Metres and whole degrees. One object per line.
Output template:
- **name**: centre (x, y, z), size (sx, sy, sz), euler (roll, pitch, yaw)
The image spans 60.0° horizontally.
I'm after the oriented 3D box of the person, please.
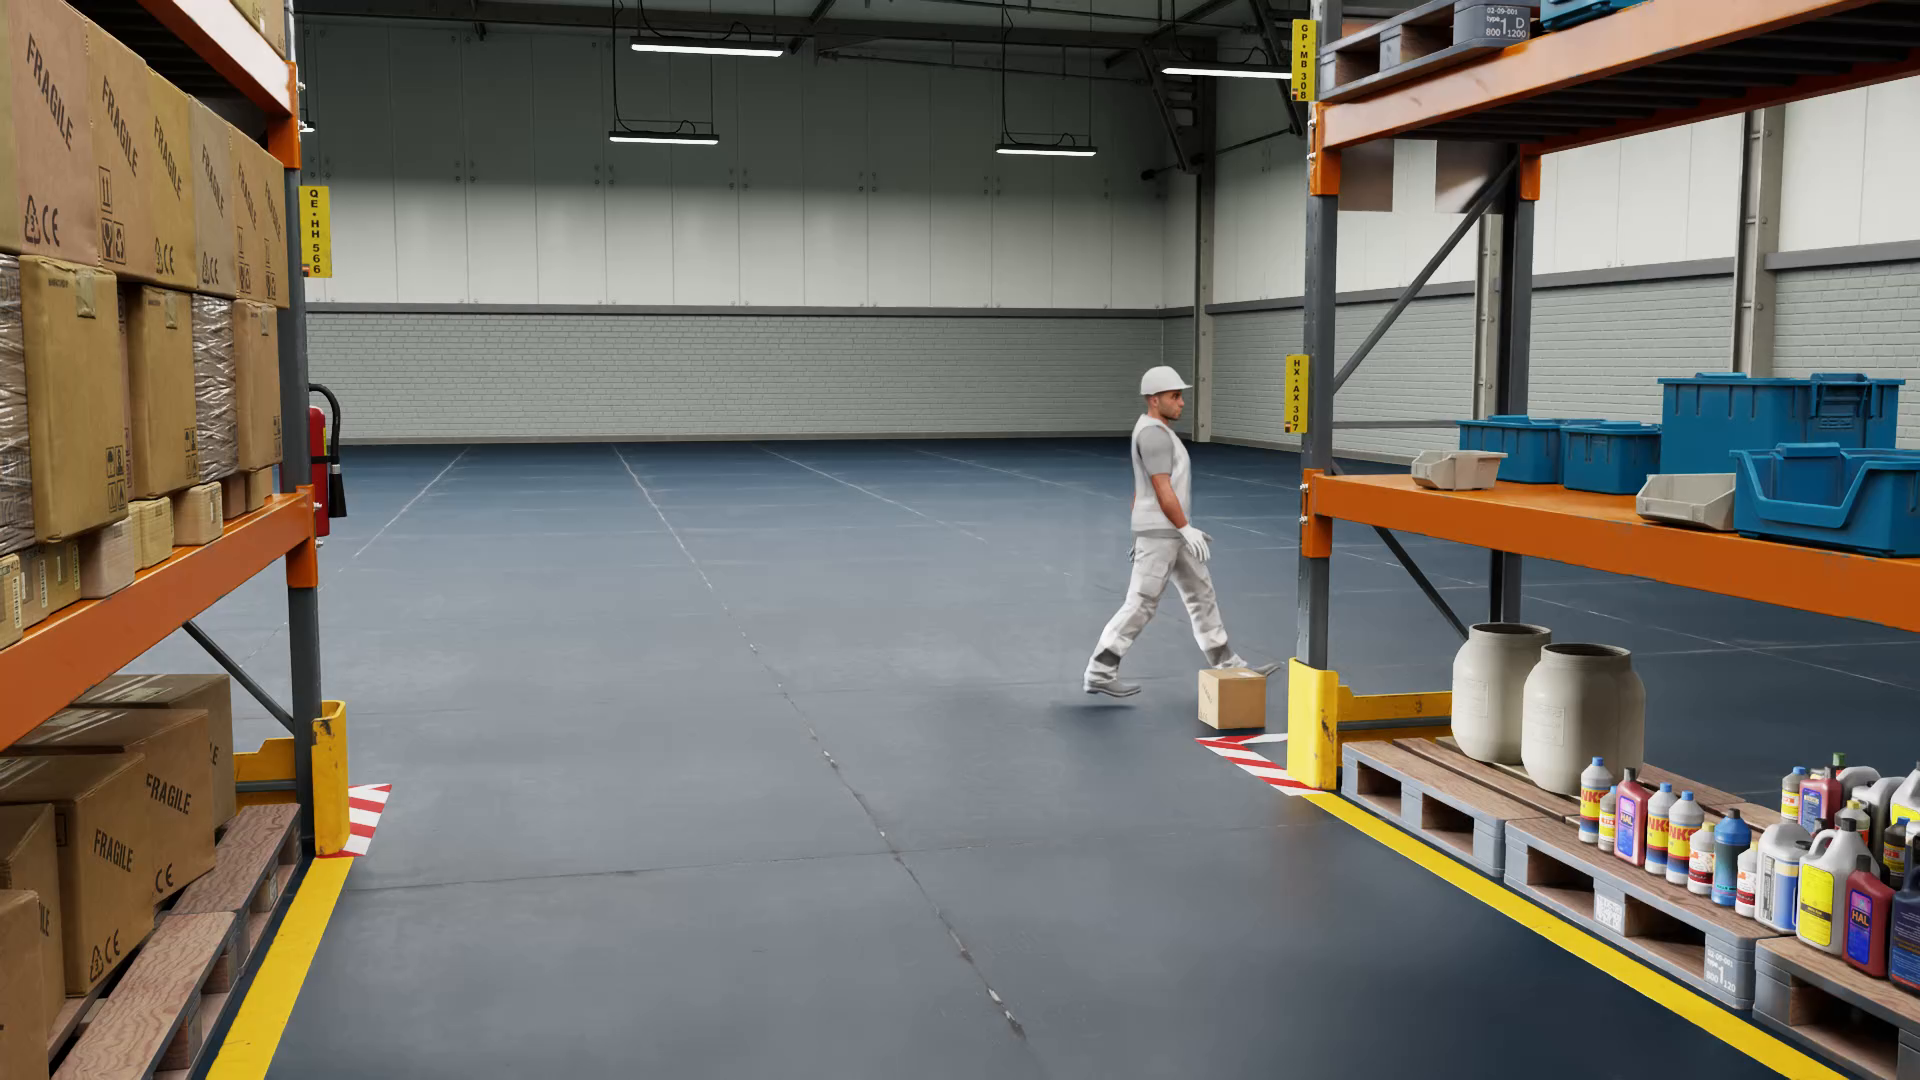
- **person**: centre (1.167, -0.036, 8.699), size (1.008, 1.736, 0.563), euler (1, 6, 11)
